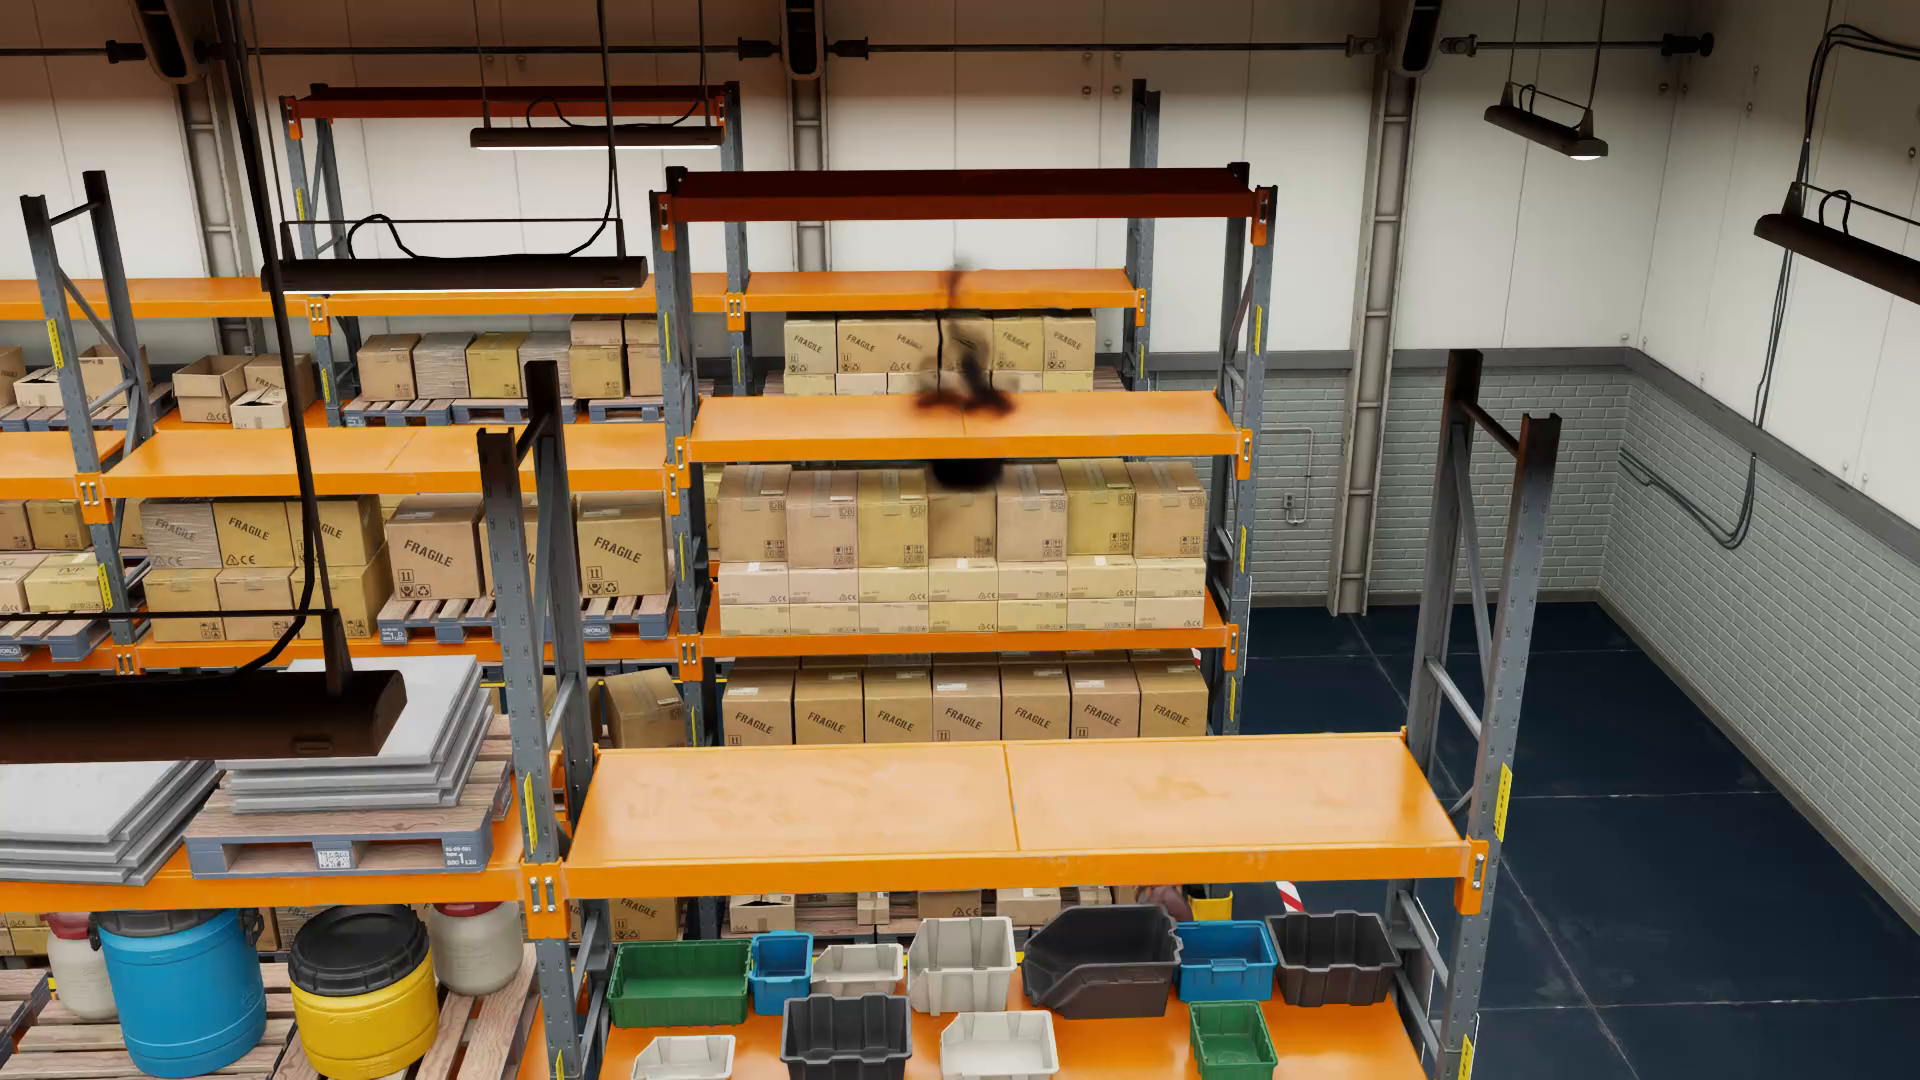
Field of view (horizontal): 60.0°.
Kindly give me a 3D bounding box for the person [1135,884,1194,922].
[{"bbox_3d":[1.491,2.919,11.629,0.935,1.772,0.736,-4,22,-9],"label":"person"}]
